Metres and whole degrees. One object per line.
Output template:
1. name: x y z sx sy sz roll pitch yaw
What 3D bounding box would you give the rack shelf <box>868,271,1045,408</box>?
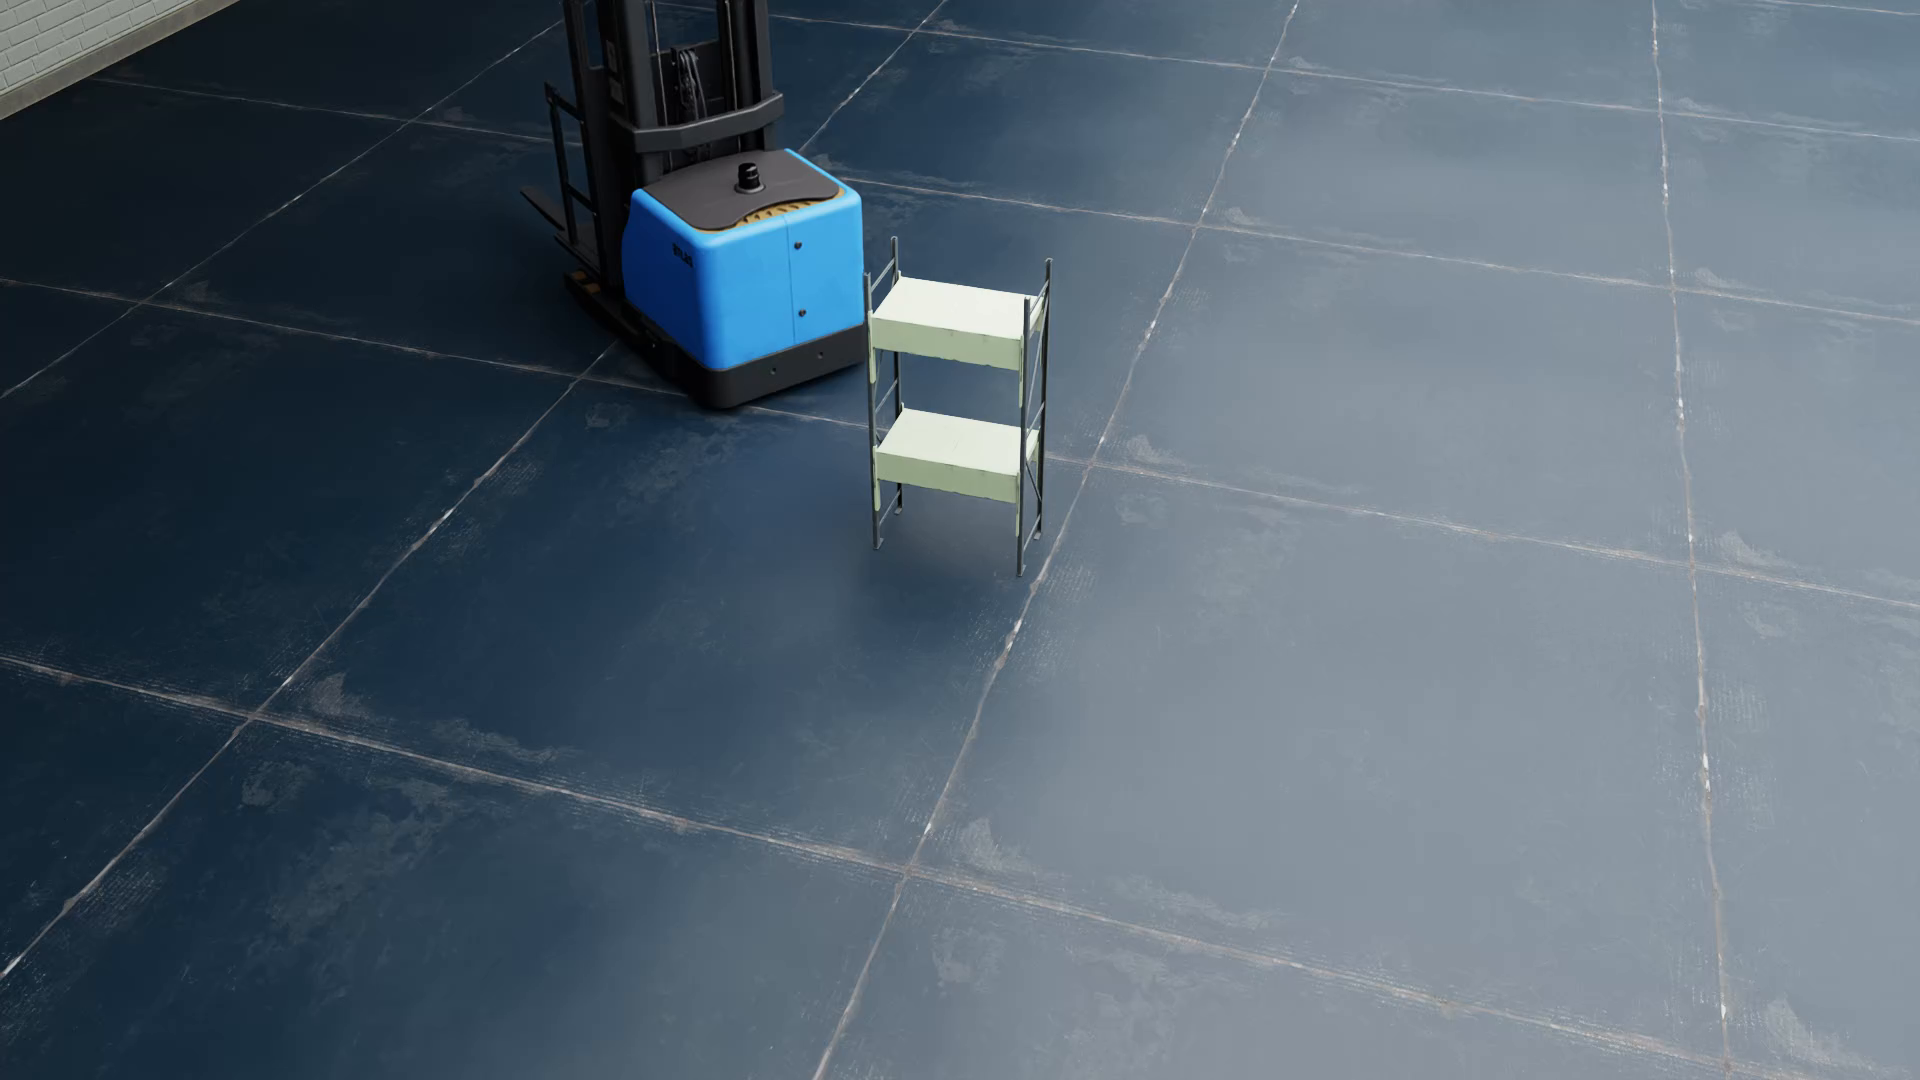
1. rack shelf: -0.006 -0.919 7.576 0.720 0.370 0.431 10 38 14

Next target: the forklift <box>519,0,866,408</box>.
1. forklift: -1.783 -2.730 9.486 1.130 2.935 3.031 -23 42 -28

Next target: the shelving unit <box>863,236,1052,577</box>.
1. shelving unit: -0.006 -0.605 7.807 0.755 1.500 0.431 10 38 14

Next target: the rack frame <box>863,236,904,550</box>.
1. rack frame: -0.356 -0.670 7.895 0.023 1.500 0.400 10 38 14

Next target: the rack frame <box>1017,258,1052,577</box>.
1. rack frame: 0.343 -0.541 7.719 0.023 1.500 0.400 10 38 14

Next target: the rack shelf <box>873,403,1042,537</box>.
1. rack shelf: -0.006 -0.343 8.000 0.720 0.370 0.431 10 38 14
